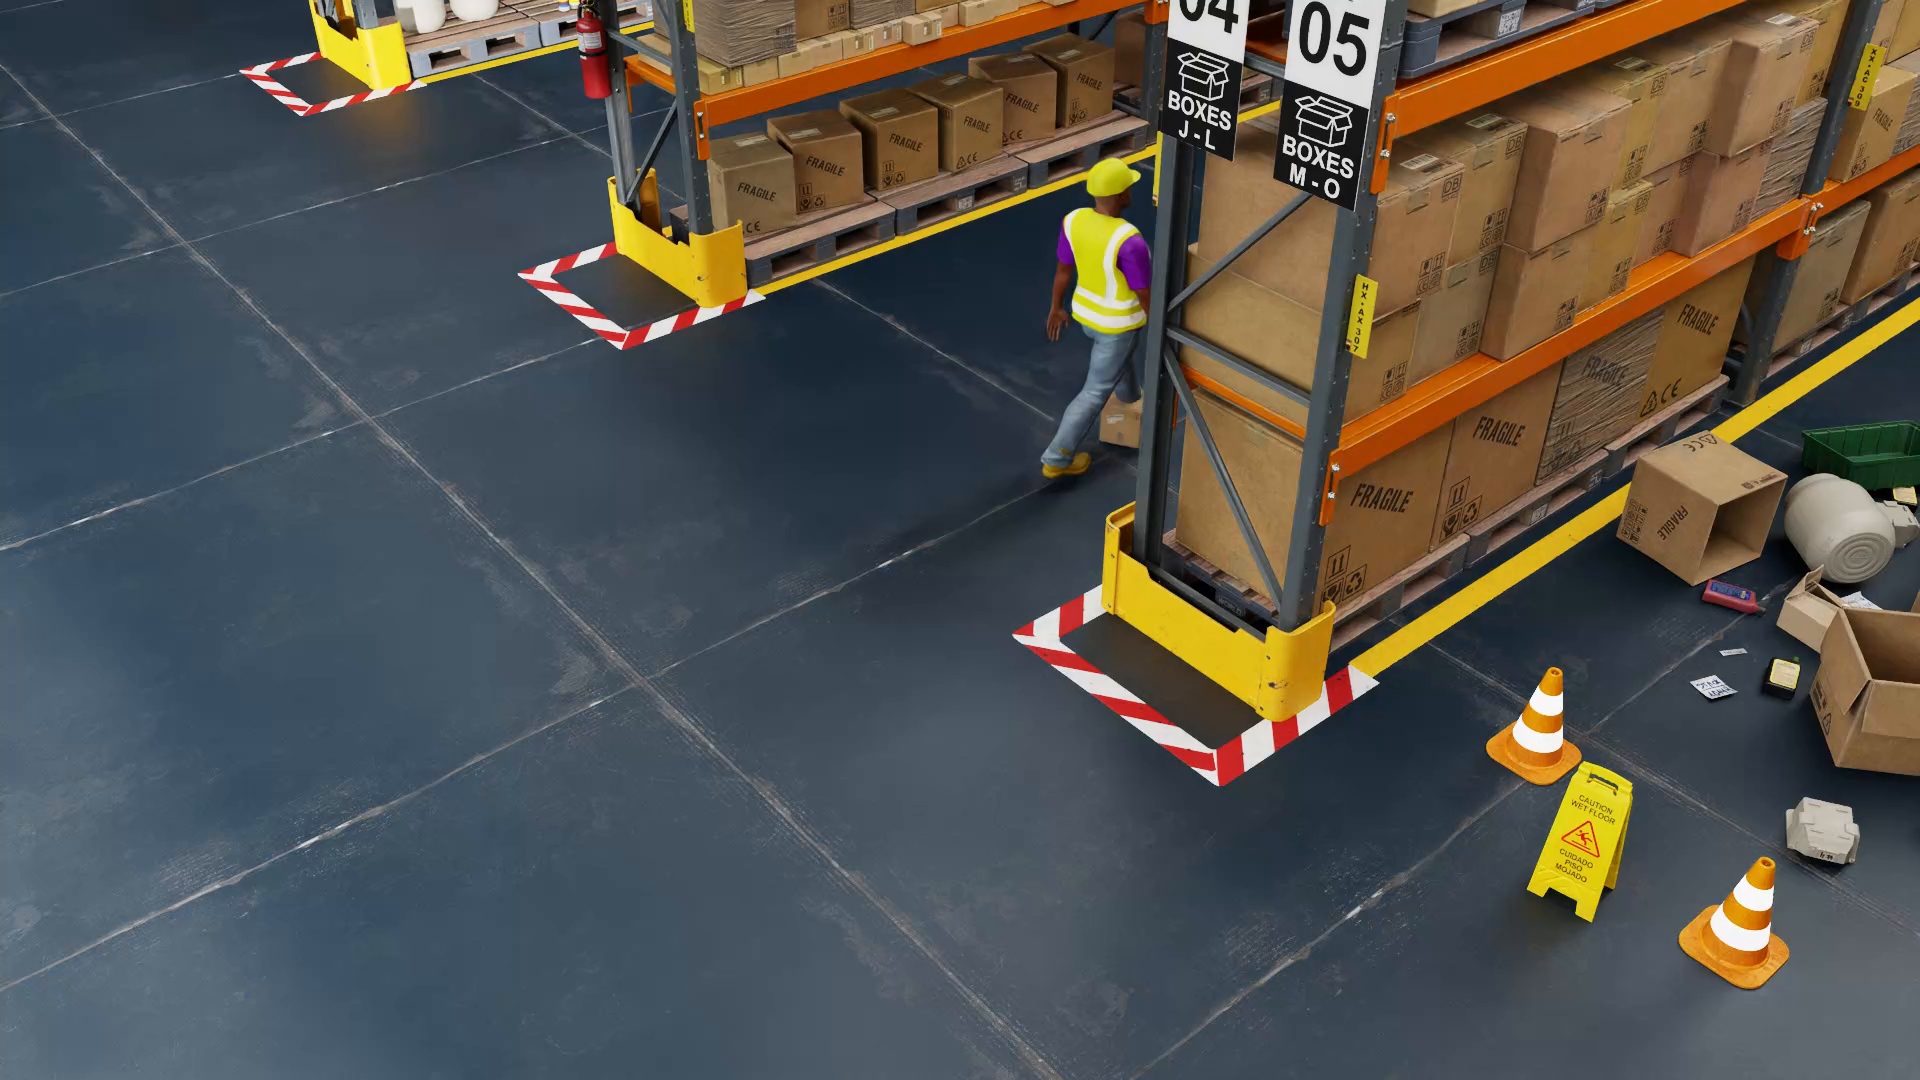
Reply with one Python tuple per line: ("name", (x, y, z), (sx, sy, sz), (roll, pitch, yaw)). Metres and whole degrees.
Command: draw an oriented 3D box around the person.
("person", (0.832, -1.193, 8.729), (1.050, 1.722, 0.602), (-21, 41, -27))
